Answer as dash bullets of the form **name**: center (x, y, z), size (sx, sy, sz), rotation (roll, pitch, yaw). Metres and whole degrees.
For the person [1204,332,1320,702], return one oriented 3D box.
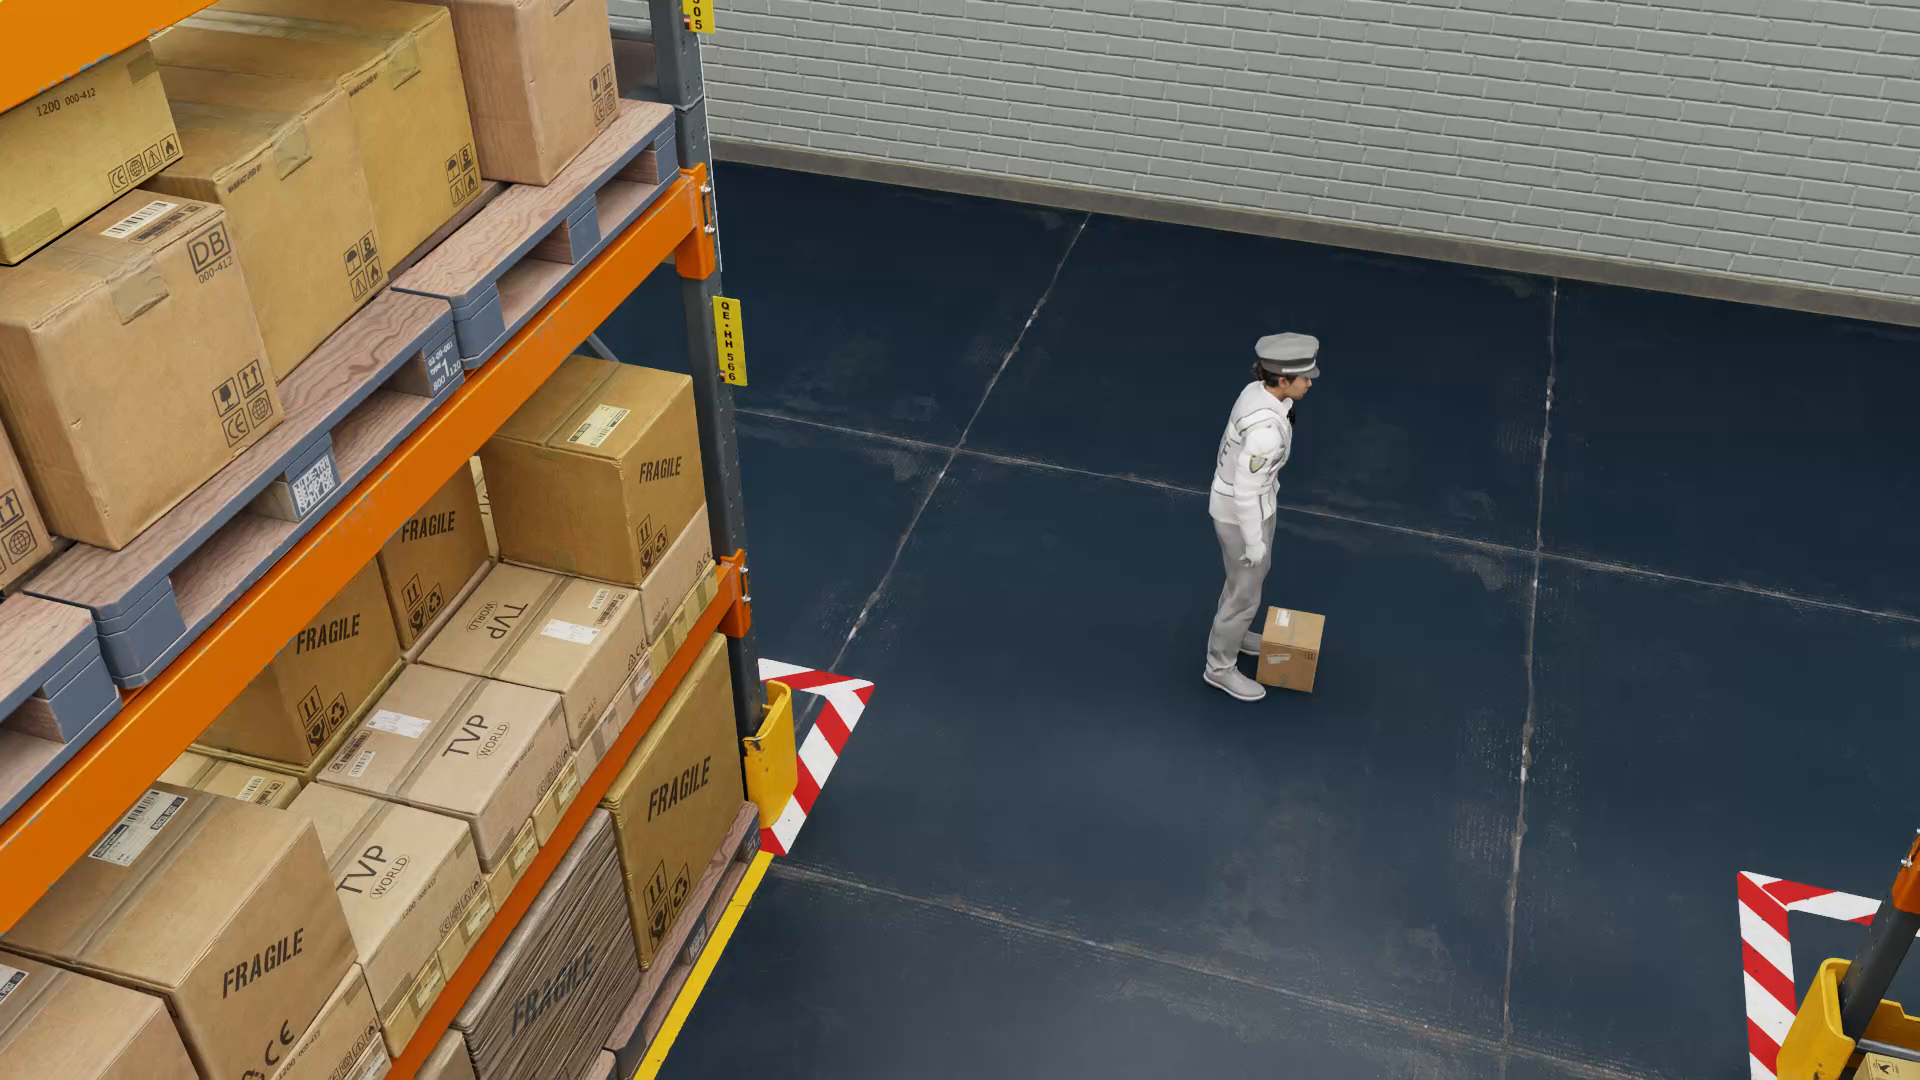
- **person**: center (1.240, -0.118, 7.042), size (0.376, 1.662, 0.542), rotation (8, 38, 11)
